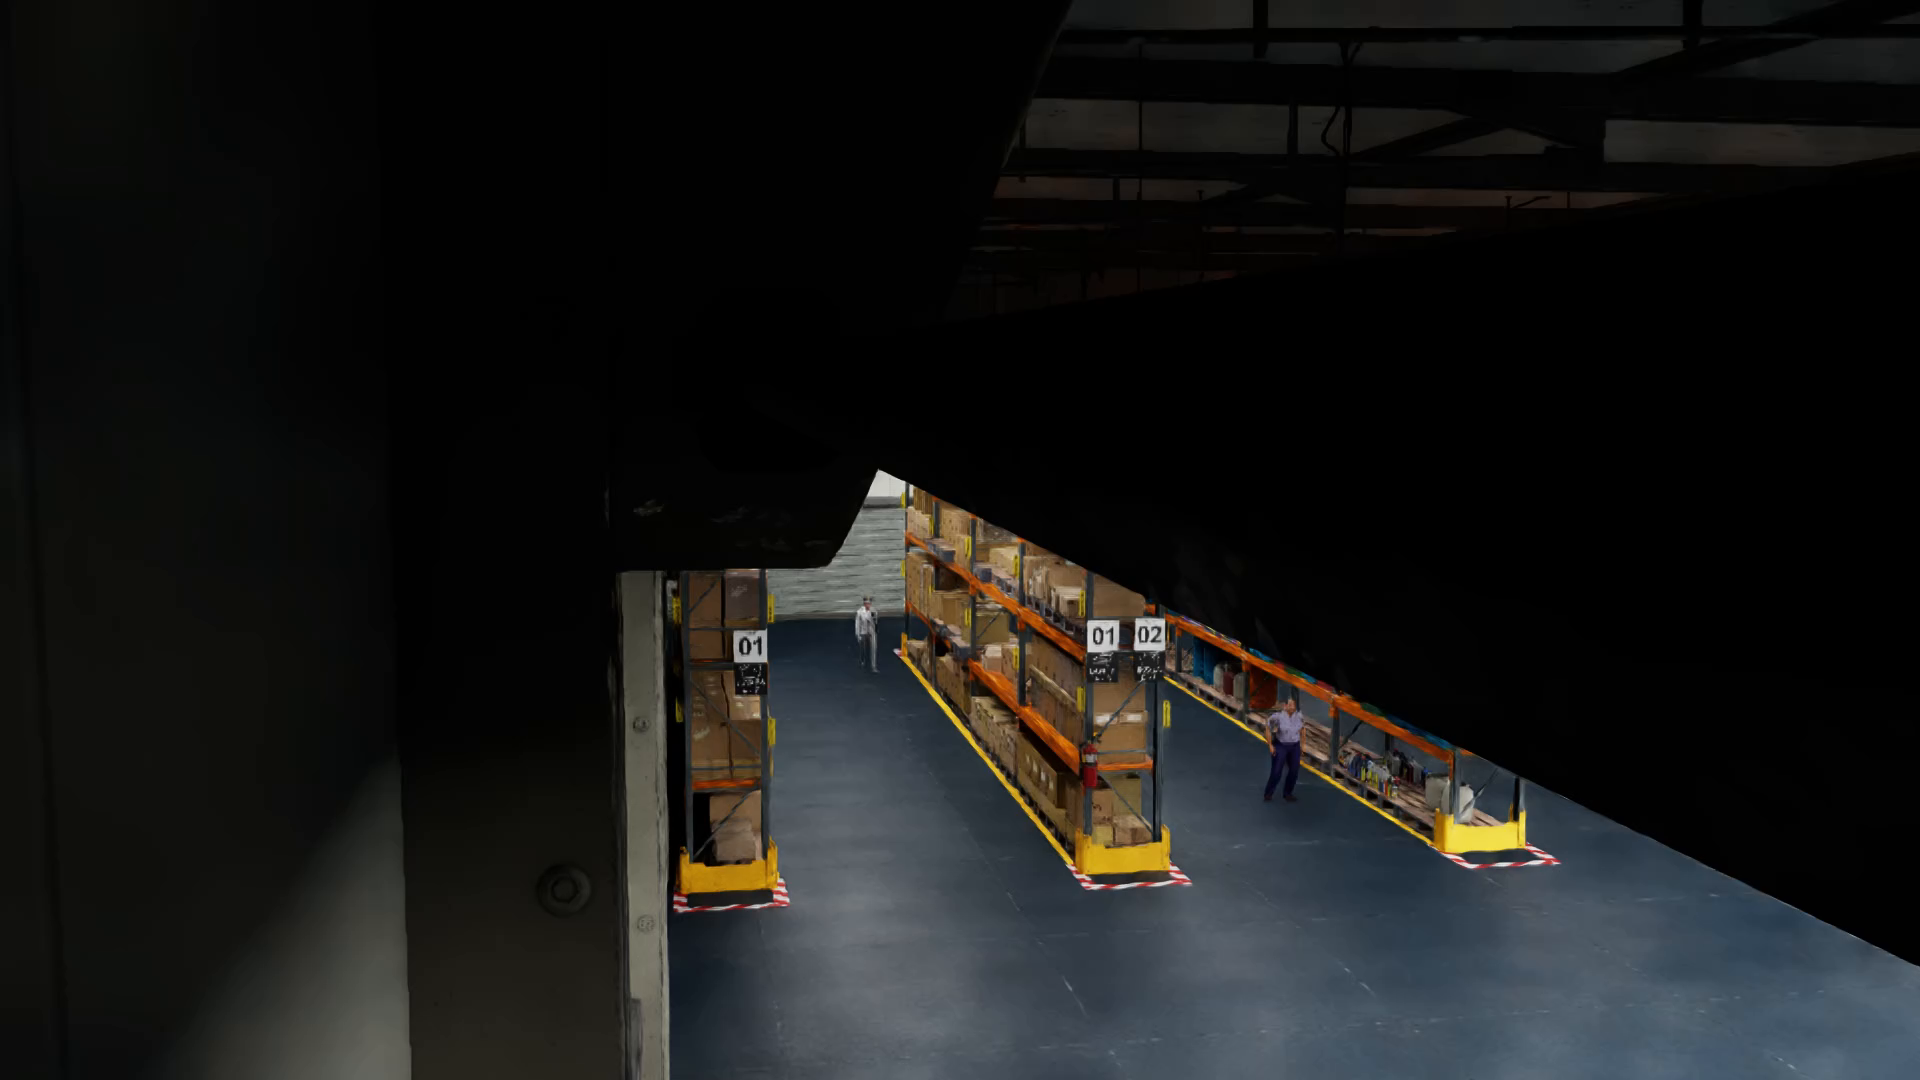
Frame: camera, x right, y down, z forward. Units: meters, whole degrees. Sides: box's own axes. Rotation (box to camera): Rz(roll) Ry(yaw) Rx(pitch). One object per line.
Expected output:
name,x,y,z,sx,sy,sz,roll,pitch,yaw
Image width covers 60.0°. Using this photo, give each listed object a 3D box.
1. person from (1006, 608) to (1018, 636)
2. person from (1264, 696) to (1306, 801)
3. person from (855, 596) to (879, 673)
person,1.127,1.409,38.854,0.432,1.767,0.644,1,6,11
person,4.743,3.033,24.256,0.625,1.596,0.517,-1,6,-12
person,-1.939,1.931,34.642,0.495,1.589,1.086,-1,6,-8
